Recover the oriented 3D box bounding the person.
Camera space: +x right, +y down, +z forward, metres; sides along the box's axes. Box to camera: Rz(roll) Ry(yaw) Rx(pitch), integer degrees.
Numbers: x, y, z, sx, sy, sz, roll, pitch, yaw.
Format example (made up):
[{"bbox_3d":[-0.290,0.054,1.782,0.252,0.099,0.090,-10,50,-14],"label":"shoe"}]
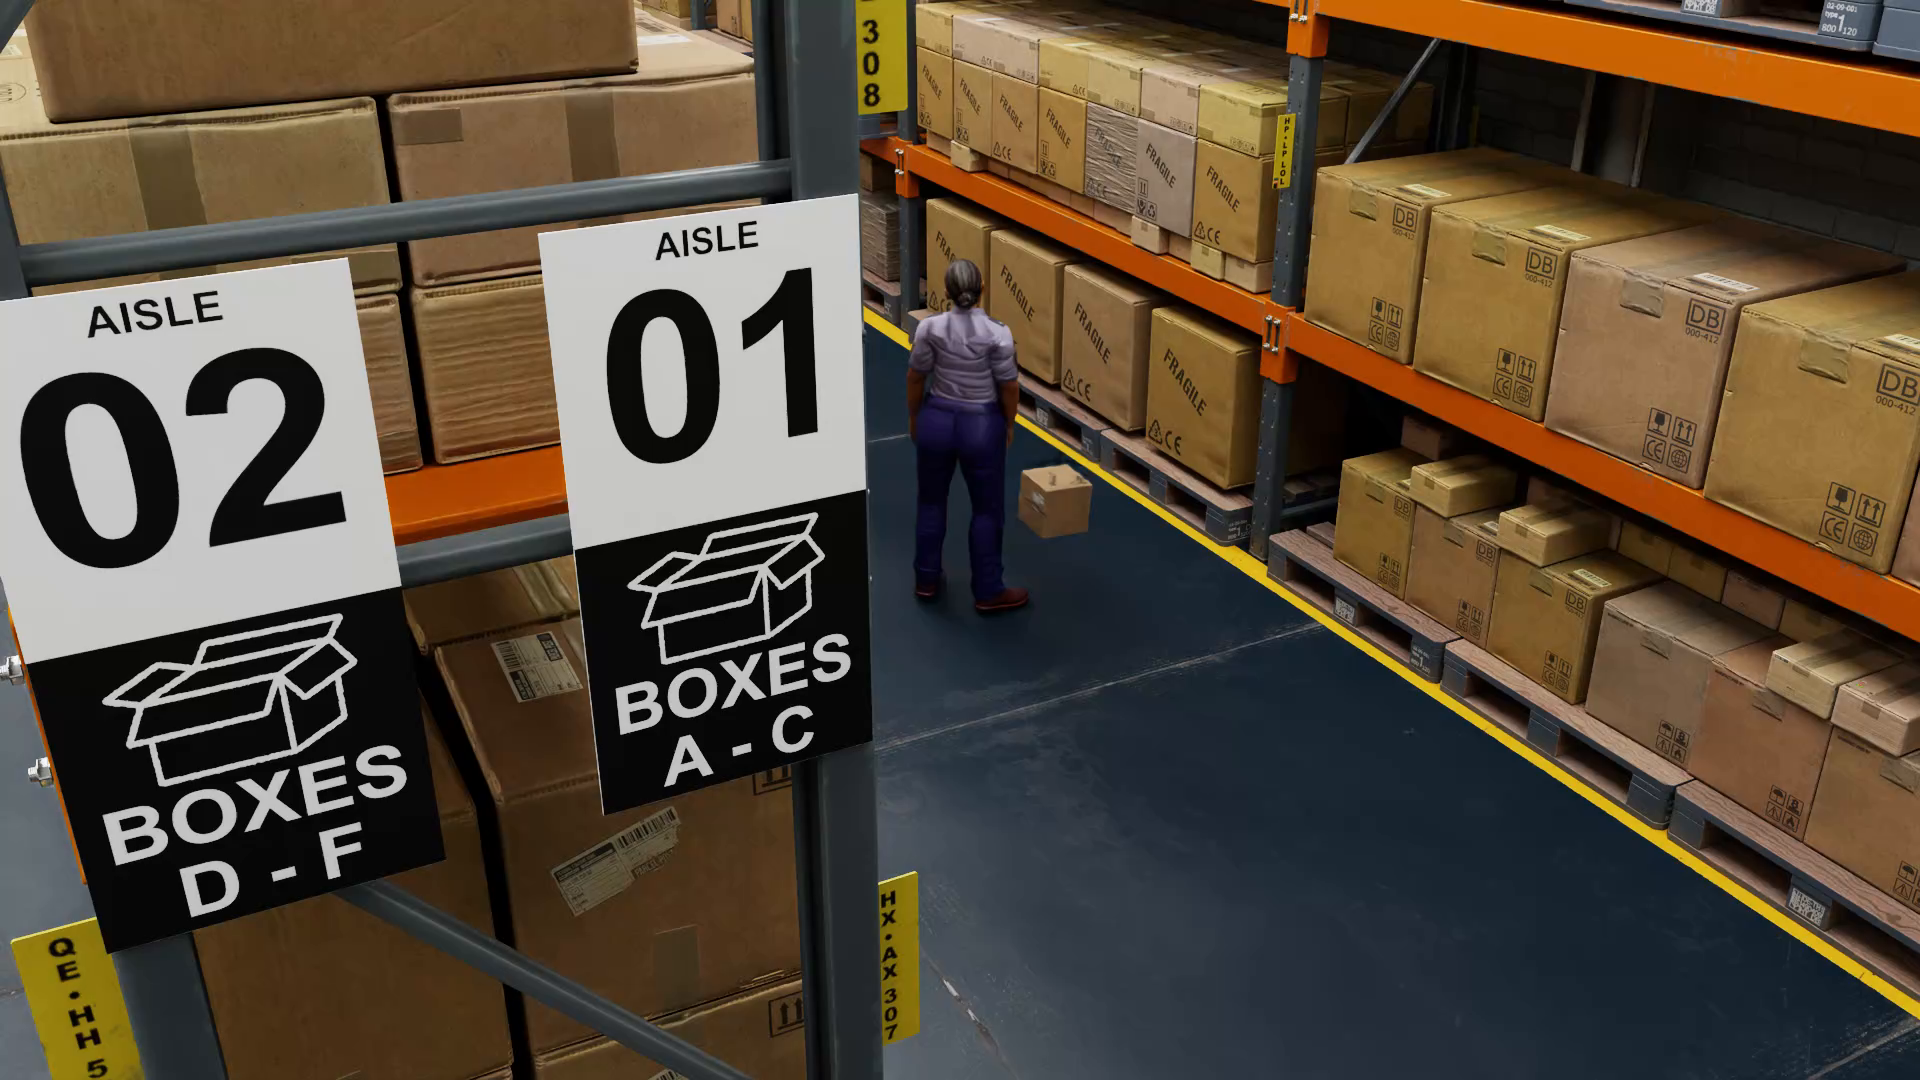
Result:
[{"bbox_3d":[0.030,-0.470,7.569,0.592,1.647,0.368,6,26,13],"label":"person"}]
